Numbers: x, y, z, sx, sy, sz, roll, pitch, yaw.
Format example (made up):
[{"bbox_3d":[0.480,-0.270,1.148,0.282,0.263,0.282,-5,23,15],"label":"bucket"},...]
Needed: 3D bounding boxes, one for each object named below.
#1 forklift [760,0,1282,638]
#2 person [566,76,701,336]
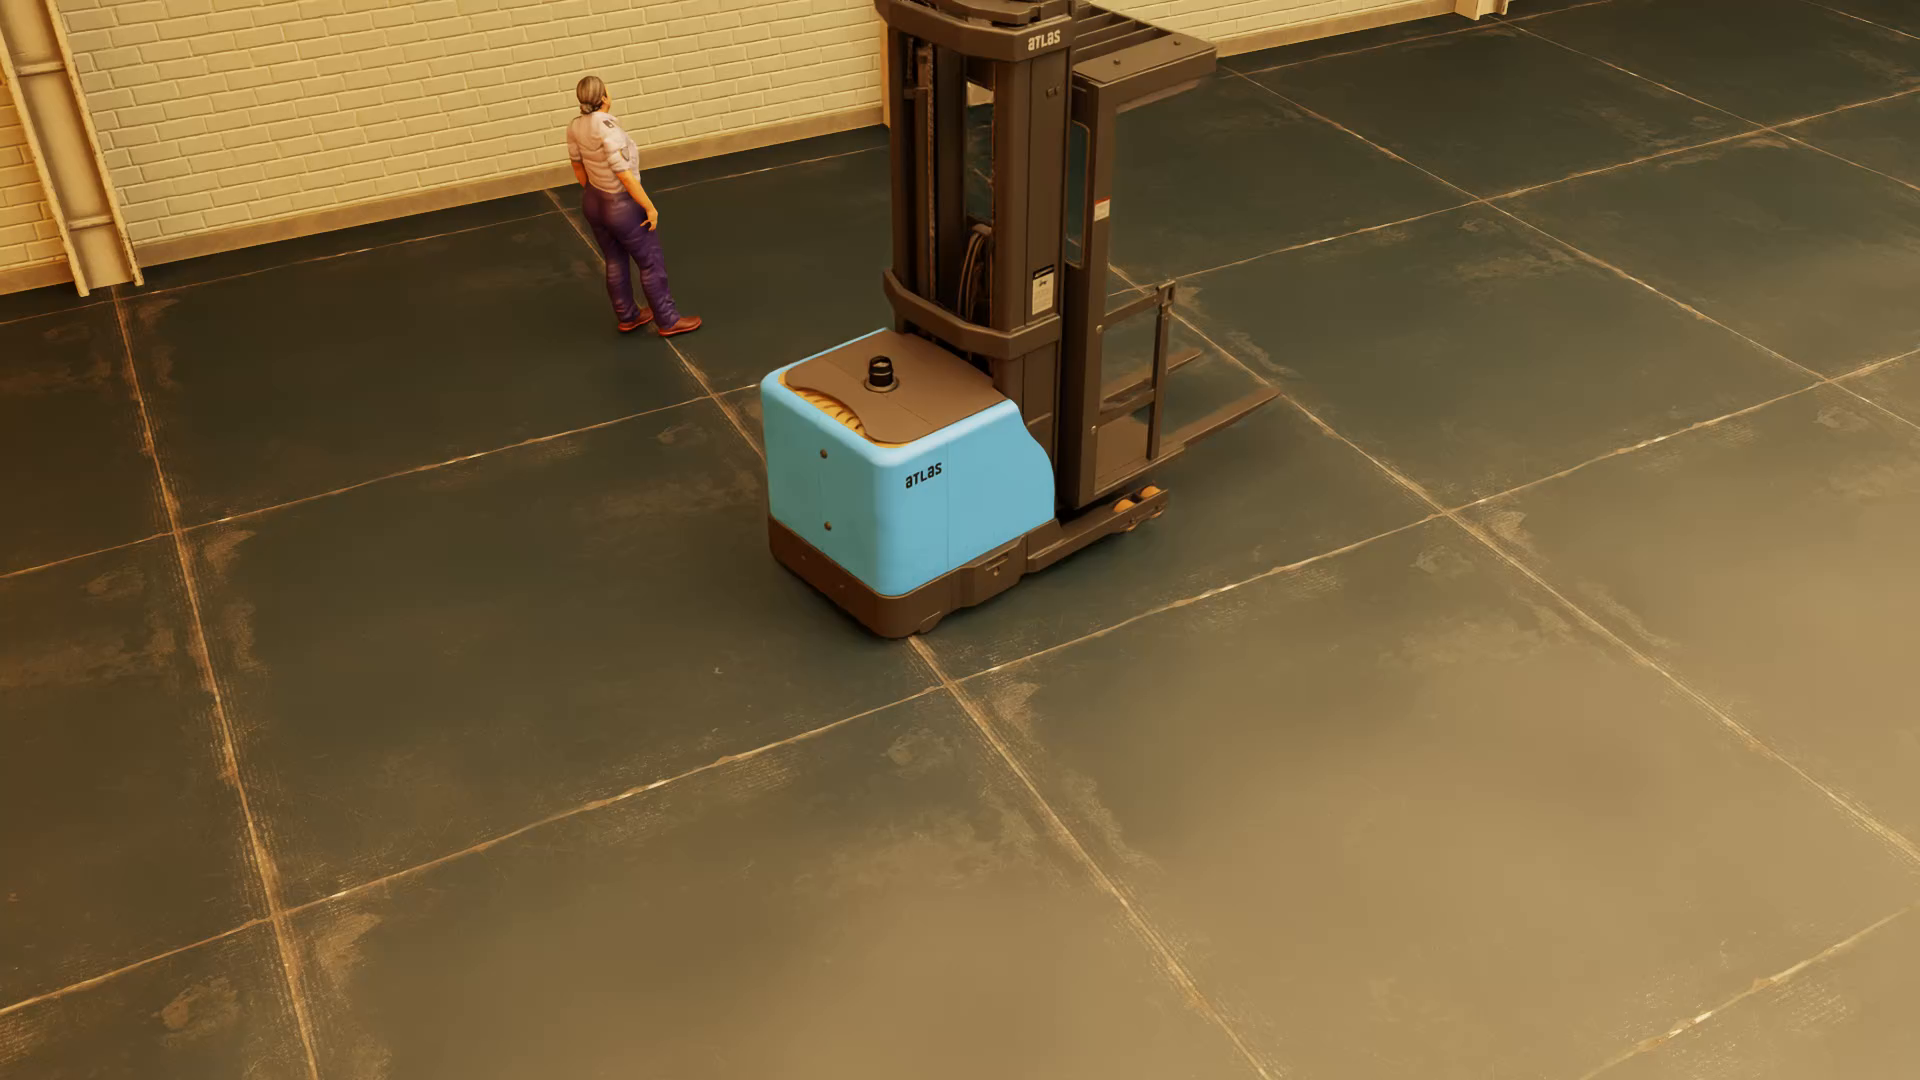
[{"bbox_3d":[0.475,-1.446,8.169,3.031,2.935,1.130,-26,43,-32],"label":"forklift"},{"bbox_3d":[-2.006,-2.038,10.106,0.596,1.650,0.504,24,42,30],"label":"person"}]
